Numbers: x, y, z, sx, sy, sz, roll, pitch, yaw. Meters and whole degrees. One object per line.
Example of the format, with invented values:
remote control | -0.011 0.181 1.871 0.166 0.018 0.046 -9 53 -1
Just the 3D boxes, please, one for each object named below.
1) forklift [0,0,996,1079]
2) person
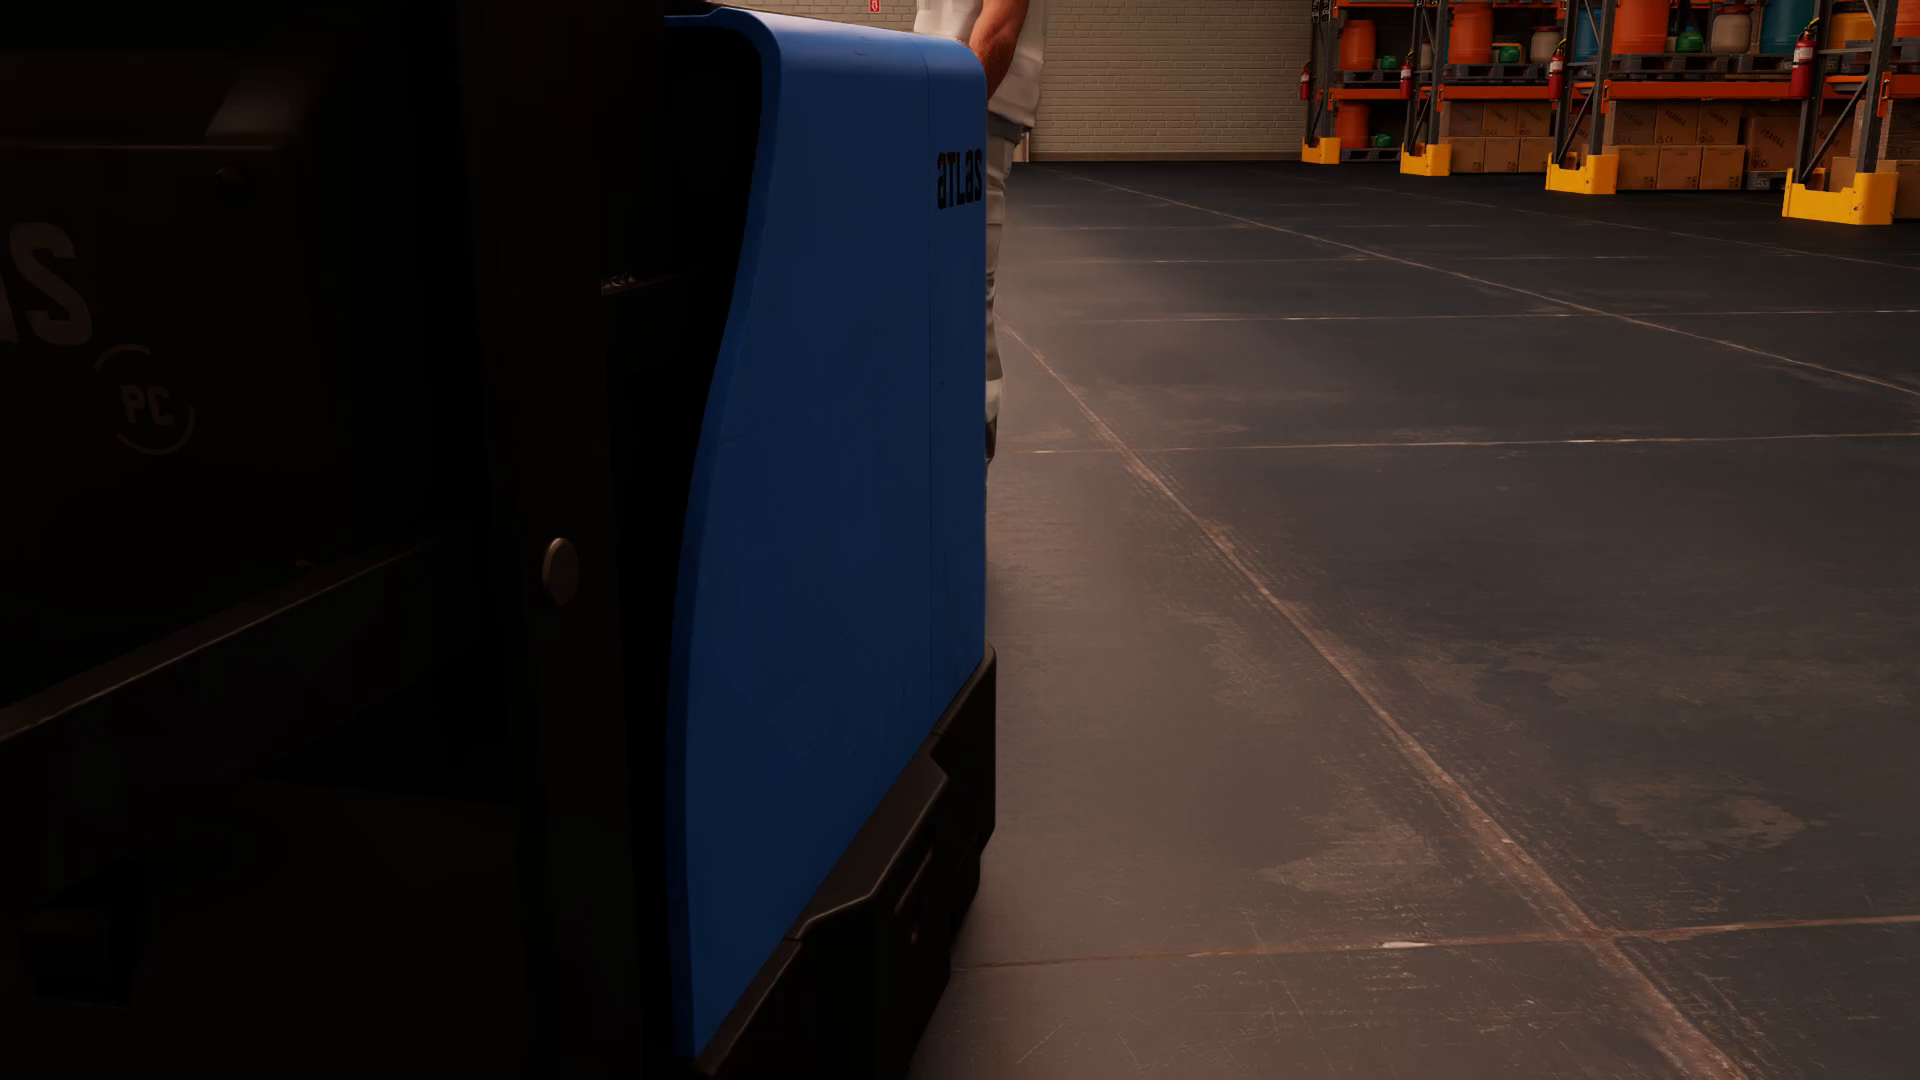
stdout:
forklift | -0.801 -0.648 0.633 1.130 2.935 3.031 4 15 13
person | -0.080 -0.912 3.700 0.564 1.786 0.638 -1 15 -5
